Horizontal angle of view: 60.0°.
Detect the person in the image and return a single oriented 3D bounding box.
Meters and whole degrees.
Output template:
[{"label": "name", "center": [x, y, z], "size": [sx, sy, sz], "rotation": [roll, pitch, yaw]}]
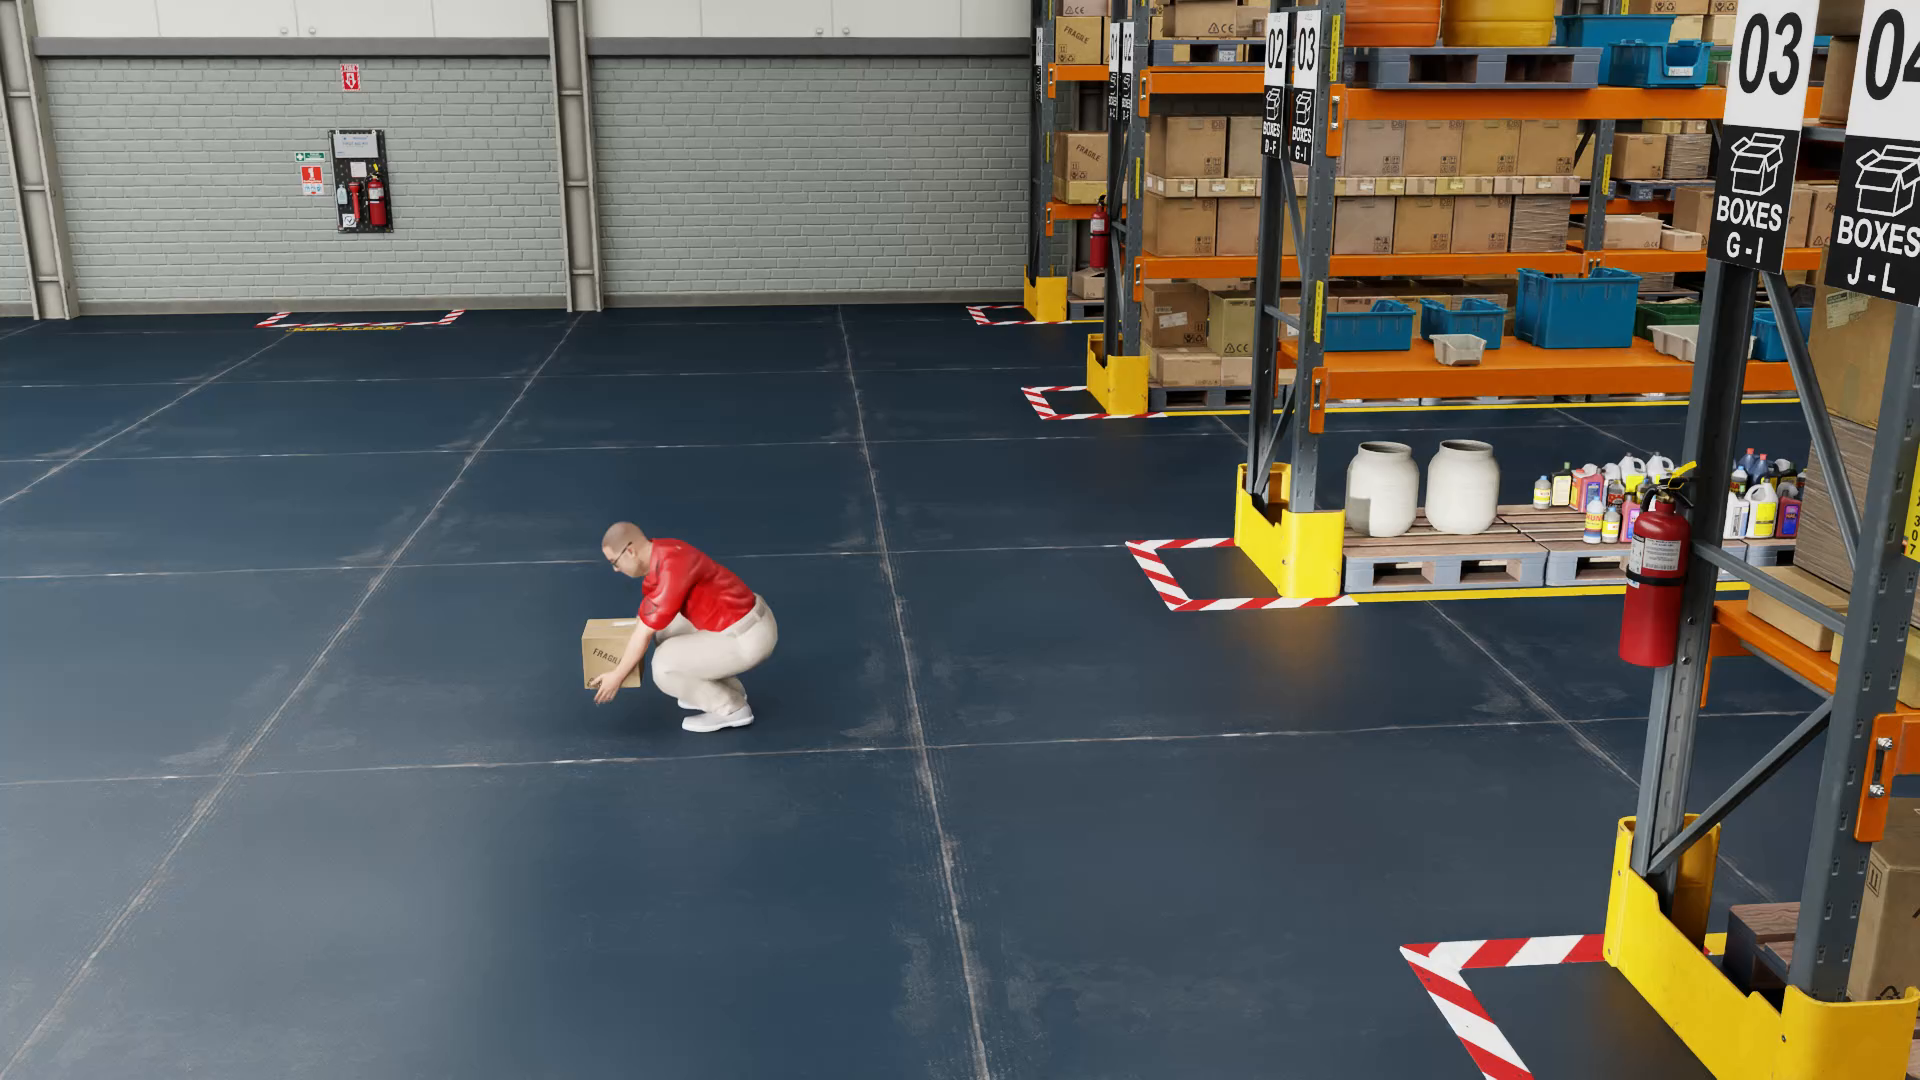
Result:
[{"label": "person", "center": [-1.275, 0.367, 7.674], "size": [0.859, 0.983, 0.545], "rotation": [-2, 17, -6]}]
